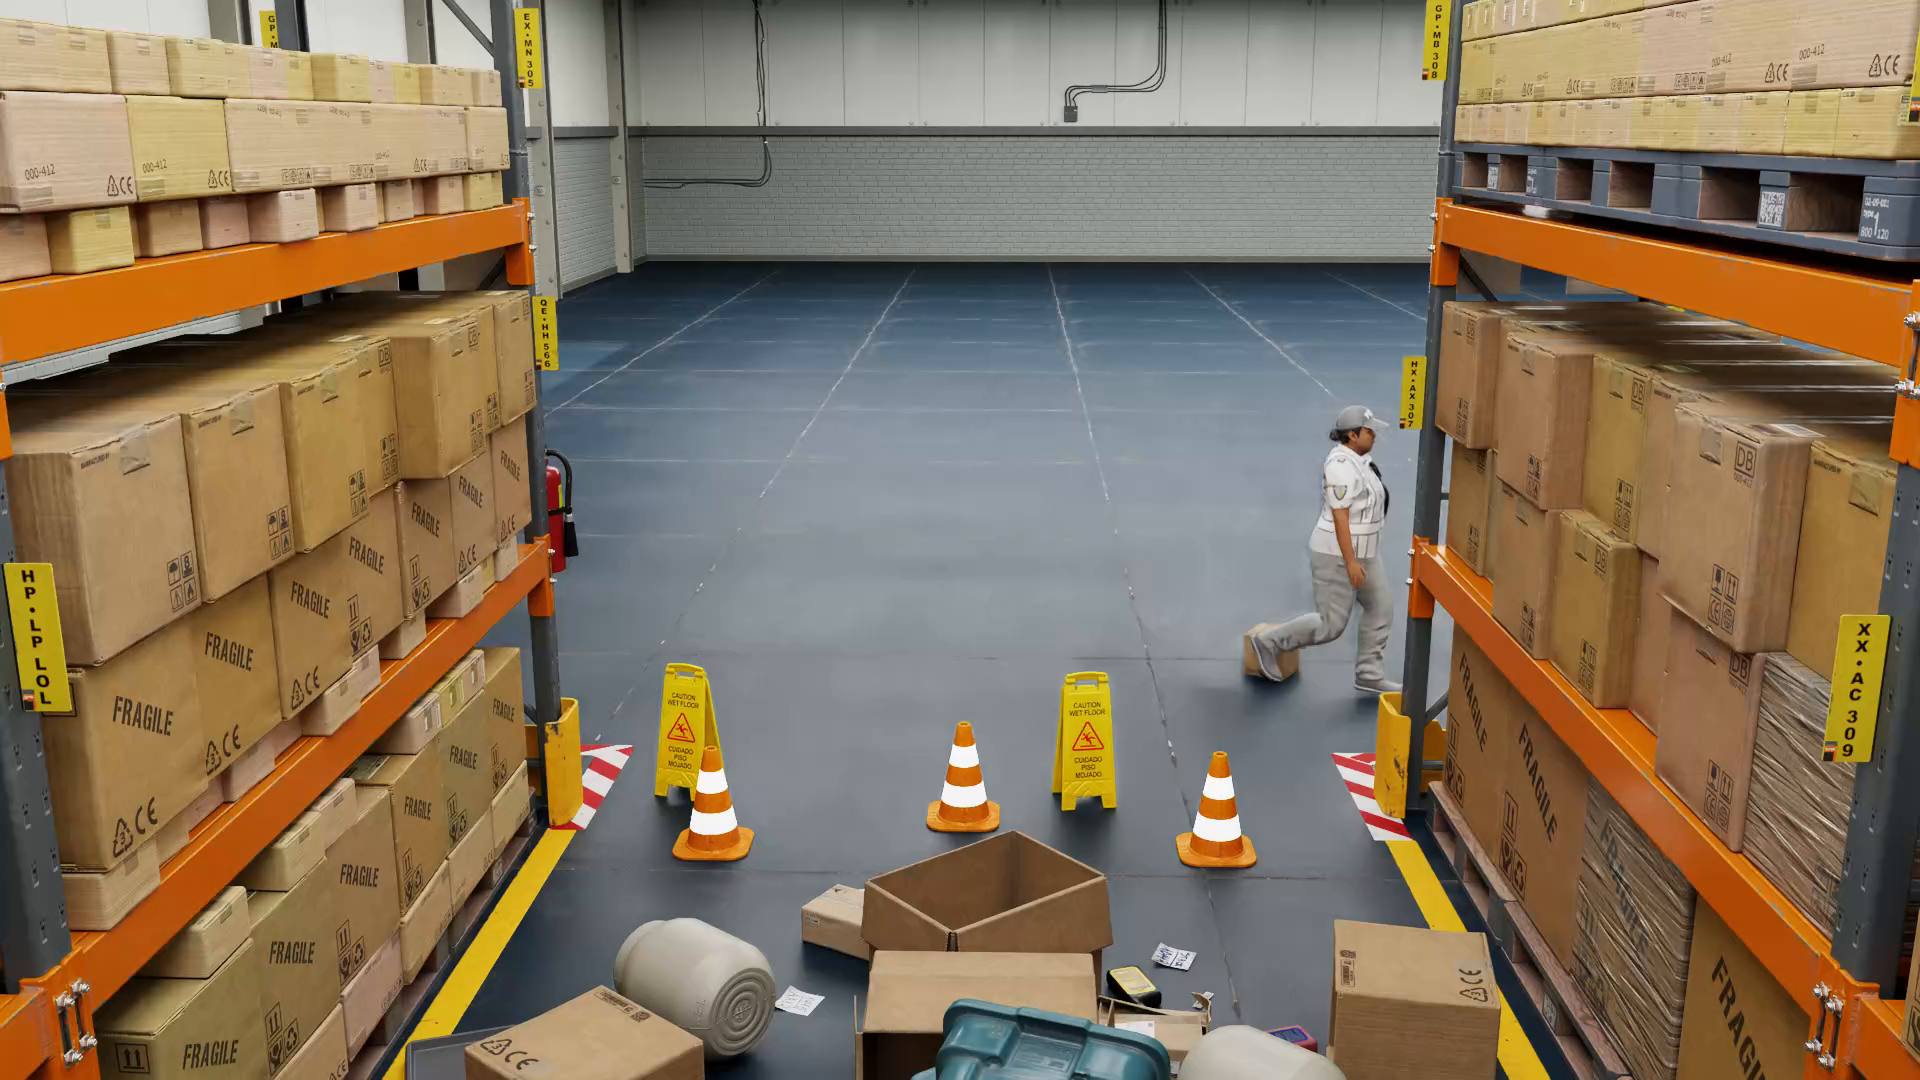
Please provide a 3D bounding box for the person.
[{"bbox_3d":[2.088,0.056,9.222,0.849,1.622,0.481,7,16,28],"label":"person"}]
